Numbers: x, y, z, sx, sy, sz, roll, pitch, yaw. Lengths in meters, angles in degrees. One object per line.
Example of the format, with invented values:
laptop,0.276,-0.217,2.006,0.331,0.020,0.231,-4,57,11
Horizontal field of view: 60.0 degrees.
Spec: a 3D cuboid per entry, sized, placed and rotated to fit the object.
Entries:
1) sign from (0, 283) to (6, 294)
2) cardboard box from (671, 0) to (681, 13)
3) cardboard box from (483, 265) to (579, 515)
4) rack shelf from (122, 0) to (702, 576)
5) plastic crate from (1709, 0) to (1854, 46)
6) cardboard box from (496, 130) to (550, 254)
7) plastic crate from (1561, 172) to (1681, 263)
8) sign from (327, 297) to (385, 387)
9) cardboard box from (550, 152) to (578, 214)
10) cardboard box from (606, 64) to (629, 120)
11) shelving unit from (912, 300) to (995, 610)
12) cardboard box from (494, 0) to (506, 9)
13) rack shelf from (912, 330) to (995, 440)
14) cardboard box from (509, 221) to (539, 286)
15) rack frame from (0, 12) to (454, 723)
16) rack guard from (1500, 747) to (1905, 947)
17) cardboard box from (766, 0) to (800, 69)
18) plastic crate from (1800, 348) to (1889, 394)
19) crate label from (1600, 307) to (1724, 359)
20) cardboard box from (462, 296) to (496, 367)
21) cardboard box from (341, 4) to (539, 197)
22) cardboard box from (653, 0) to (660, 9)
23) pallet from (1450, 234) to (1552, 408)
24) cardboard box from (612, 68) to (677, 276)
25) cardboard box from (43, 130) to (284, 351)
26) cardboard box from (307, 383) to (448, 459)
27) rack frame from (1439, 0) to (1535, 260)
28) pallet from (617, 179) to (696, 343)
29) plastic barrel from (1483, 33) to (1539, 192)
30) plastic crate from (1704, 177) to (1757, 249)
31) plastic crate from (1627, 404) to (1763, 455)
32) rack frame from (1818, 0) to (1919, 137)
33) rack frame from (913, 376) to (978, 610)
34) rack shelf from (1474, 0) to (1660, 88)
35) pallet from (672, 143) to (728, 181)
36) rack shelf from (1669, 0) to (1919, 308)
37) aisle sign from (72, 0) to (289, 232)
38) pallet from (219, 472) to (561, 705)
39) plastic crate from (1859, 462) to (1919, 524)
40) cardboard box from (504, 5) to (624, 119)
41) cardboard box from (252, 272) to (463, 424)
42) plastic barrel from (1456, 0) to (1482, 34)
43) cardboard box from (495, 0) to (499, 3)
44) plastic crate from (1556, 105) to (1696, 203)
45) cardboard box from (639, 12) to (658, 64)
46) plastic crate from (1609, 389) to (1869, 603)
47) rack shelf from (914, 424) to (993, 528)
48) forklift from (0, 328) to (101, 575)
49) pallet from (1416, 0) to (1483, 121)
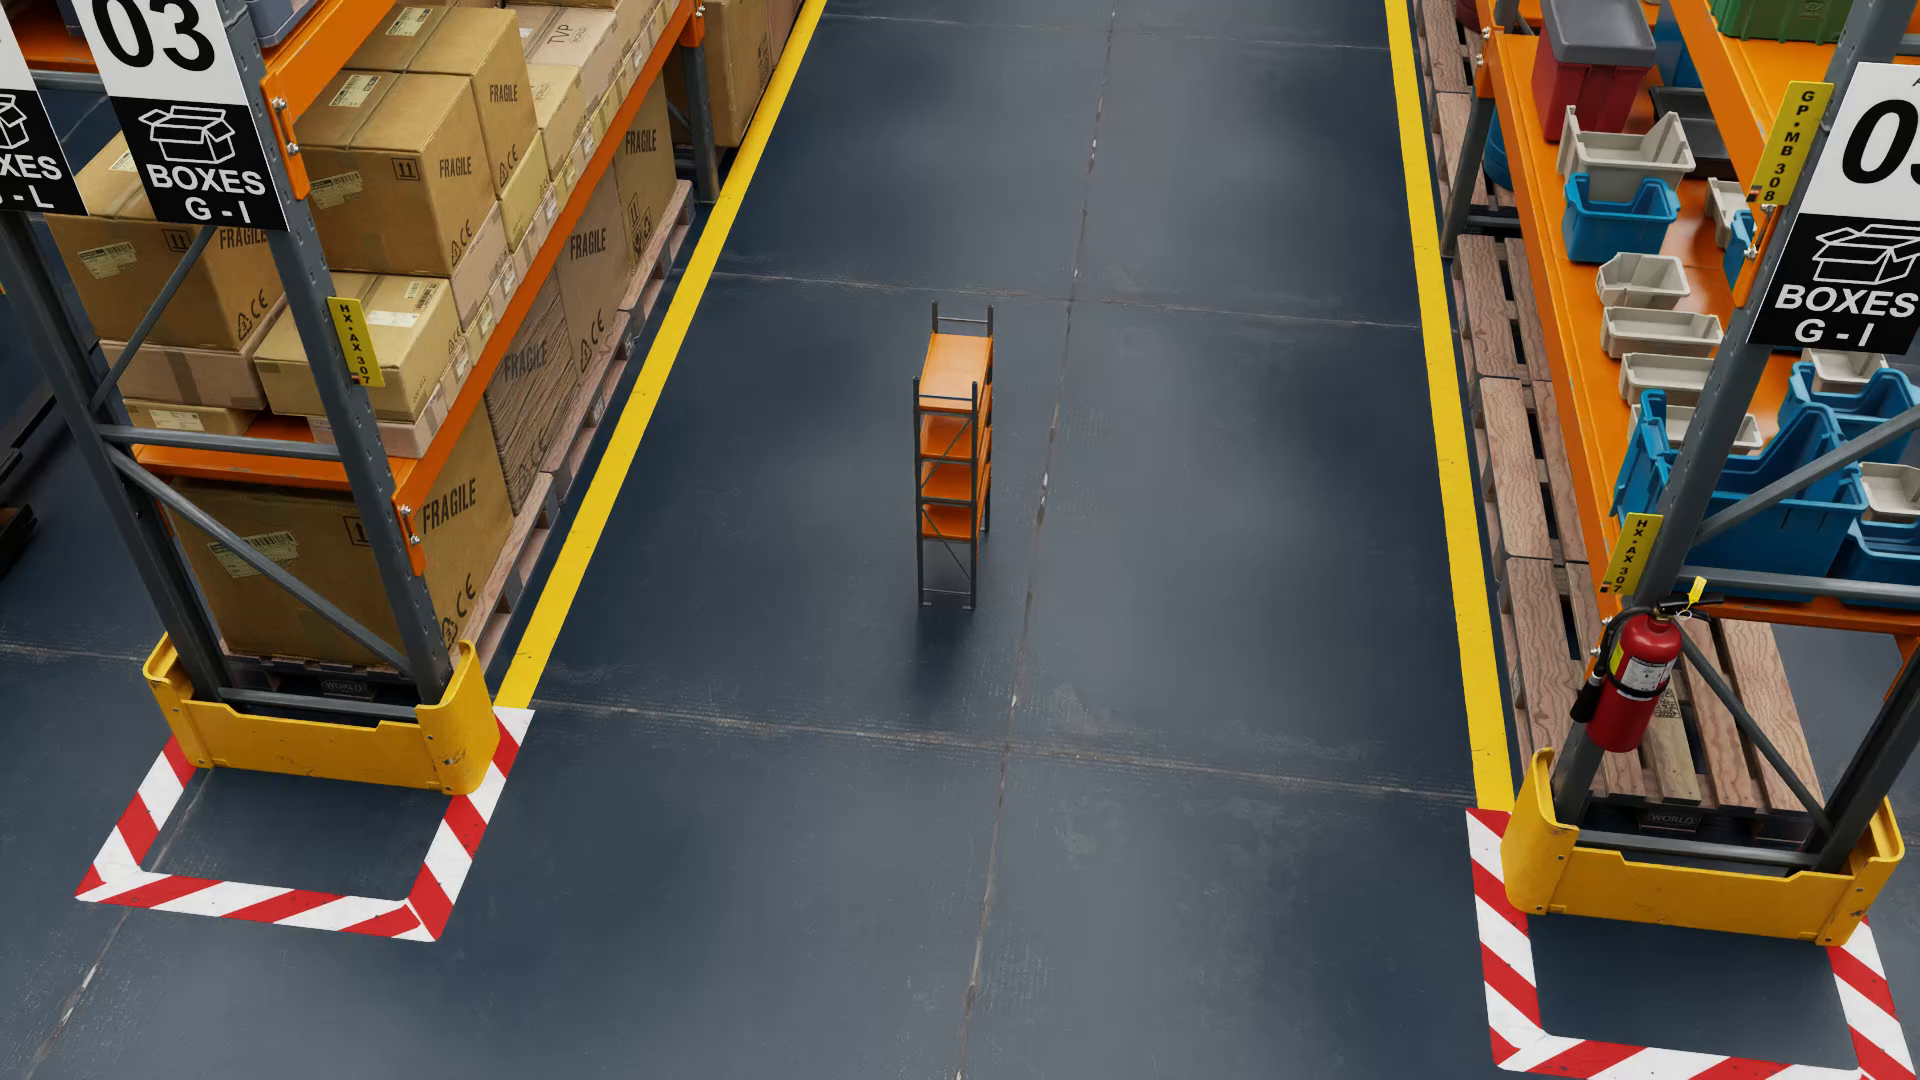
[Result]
sign,-2.912,-0.873,4.998,0.100,0.325,0.005,5,44,6
cardboard box,-1.563,-2.705,8.130,0.380,0.149,0.250,5,44,6
cardboard box,-2.250,-0.752,7.125,0.875,0.875,0.875,5,44,6
rack shelf,-2.112,-1.409,7.102,1.077,0.370,4.000,5,44,6
plastic crate,2.381,-1.568,4.719,0.450,0.188,0.336,5,44,6
cardboard box,-1.913,-1.361,6.420,0.500,0.250,0.500,4,44,4
plastic crate,2.551,-1.241,6.480,0.416,0.233,0.300,5,44,6
sign,-1.827,-0.596,5.033,0.100,0.325,0.005,5,44,6
cardboard box,-1.800,-1.477,6.833,0.380,0.149,0.250,4,44,4
cardboard box,-1.698,-2.003,7.389,0.380,0.149,0.250,6,44,6
shelving unit,-0.022,-0.323,6.741,0.258,1.200,0.503,5,44,6
cardboard box,-2.240,-2.452,7.573,0.500,0.250,0.500,5,44,5
rack shelf,-0.022,-0.608,6.470,0.258,0.148,0.480,5,44,6
cardboard box,-1.868,-1.129,6.465,0.380,0.149,0.250,4,44,5
rack frame,-2.376,-0.308,5.415,1.000,3.000,0.127,5,44,6
rack guard,2.543,1.068,5.781,1.175,0.500,0.348,5,44,6
cardboard box,-1.665,-3.462,9.986,1.225,0.875,0.875,4,44,4
plastic crate,3.107,-0.595,5.867,0.250,0.136,0.298,5,44,6
crate label,2.527,-0.744,6.024,0.396,0.136,0.243,5,44,6
cardboard box,-1.936,-0.778,6.095,0.380,0.149,0.250,4,44,5
cardboard box,-1.916,-1.630,6.160,0.500,0.500,0.500,4,44,4
cardboard box,-1.645,-2.762,7.901,0.500,0.250,0.500,4,44,5
pallet,3.004,-1.066,8.245,1.003,0.211,1.213,5,44,6
cardboard box,-2.014,-1.972,8.413,0.875,0.875,0.875,5,44,6
cardboard box,-2.572,-0.989,5.483,0.500,0.500,0.500,6,44,6
cardboard box,-2.002,-0.428,5.726,0.380,0.149,0.250,6,44,6
rack frame,3.062,-2.583,7.819,1.000,3.000,0.127,5,44,6
pallet,-2.025,-1.510,8.713,1.003,0.211,1.213,5,44,6
plastic barrel,3.151,-2.343,8.786,0.600,0.901,0.708,5,44,6
plastic crate,3.130,-1.295,6.607,0.293,0.136,0.466,5,44,6
plastic crate,2.462,-0.356,5.614,0.396,0.136,0.243,5,44,6
rack frame,2.534,-2.036,2.877,1.000,3.000,0.127,5,44,6
rack frame,-0.054,-0.157,6.565,0.240,1.200,0.015,5,44,6
rack shelf,3.327,-3.685,9.506,1.077,0.370,4.000,5,44,6
pallet,-1.820,-2.554,9.816,1.003,0.211,1.213,5,44,6
rack shelf,2.798,-2.048,5.595,1.077,0.370,4.000,5,44,6
aisle sign,-2.088,-1.175,4.441,0.394,0.787,0.004,5,44,6
pallet,-2.348,0.153,6.957,1.003,0.211,1.213,5,44,6
plastic crate,3.017,-0.133,5.379,0.250,0.136,0.298,5,44,6
cardboard box,-1.779,-2.062,7.161,0.500,0.250,0.500,6,44,6
cardboard box,-2.045,-0.664,5.684,0.500,0.250,0.500,4,44,4
plastic barrel,3.394,-3.482,10.216,0.600,0.588,0.708,5,44,6
cardboard box,-2.237,-2.721,7.312,0.500,0.500,0.500,5,44,6
plastic crate,2.678,-1.538,6.758,0.437,0.282,0.530,5,44,6
cardboard box,-1.631,-2.354,7.760,0.380,0.149,0.250,5,44,5
plastic crate,2.393,-0.137,5.166,0.616,0.435,0.499,5,44,6
rack shelf,-0.022,-0.274,6.787,0.258,0.148,0.480,5,44,6
forklift,-4.637,-0.916,6.108,1.130,2.935,3.031,5,44,5
pallet,3.365,-2.927,10.210,1.003,0.211,1.213,5,44,6
